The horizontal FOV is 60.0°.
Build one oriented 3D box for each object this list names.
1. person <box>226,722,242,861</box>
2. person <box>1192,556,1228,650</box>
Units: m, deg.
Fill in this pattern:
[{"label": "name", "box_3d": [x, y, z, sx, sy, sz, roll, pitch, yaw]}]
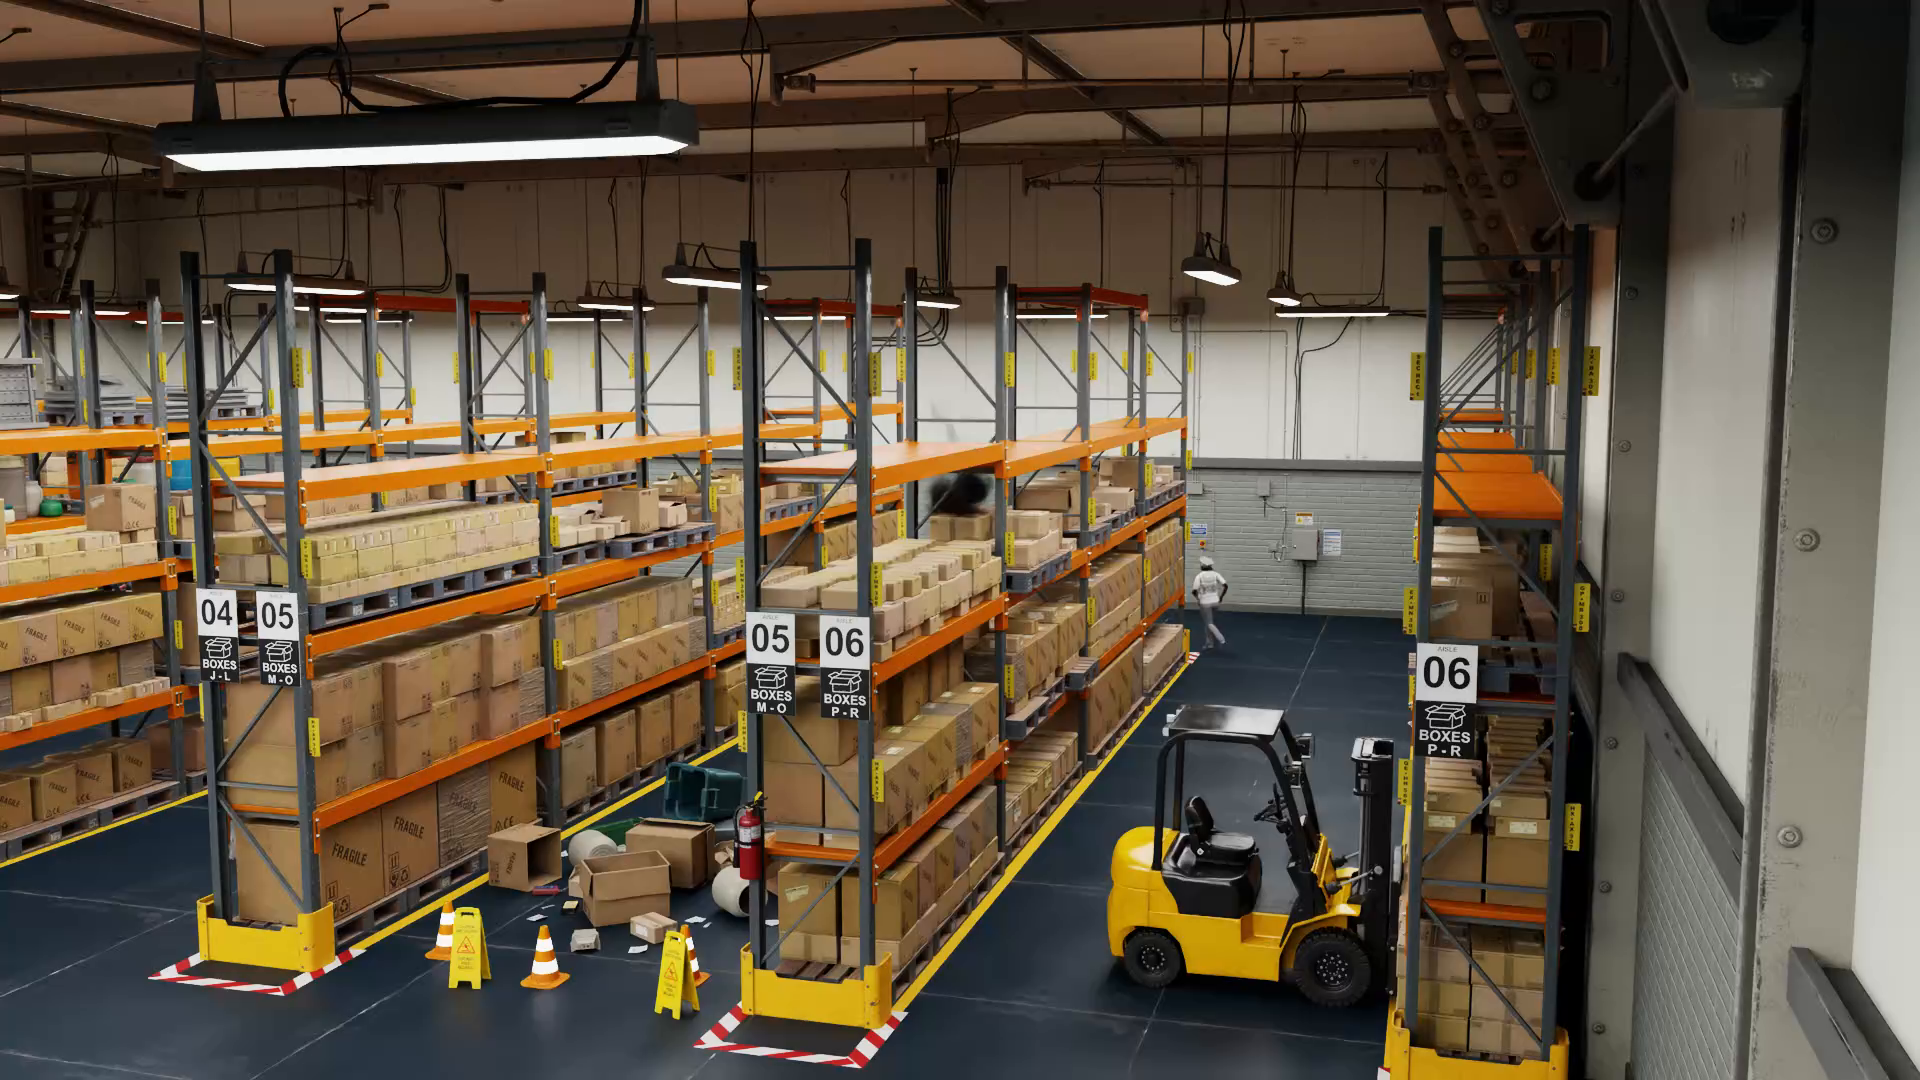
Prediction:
[{"label": "person", "box_3d": [-7.383, 2.343, 17.280, 0.682, 1.801, 0.879, 0, 6, 3]}, {"label": "person", "box_3d": [4.304, 1.129, 28.789, 0.601, 1.694, 0.785, -3, 7, -24]}]
